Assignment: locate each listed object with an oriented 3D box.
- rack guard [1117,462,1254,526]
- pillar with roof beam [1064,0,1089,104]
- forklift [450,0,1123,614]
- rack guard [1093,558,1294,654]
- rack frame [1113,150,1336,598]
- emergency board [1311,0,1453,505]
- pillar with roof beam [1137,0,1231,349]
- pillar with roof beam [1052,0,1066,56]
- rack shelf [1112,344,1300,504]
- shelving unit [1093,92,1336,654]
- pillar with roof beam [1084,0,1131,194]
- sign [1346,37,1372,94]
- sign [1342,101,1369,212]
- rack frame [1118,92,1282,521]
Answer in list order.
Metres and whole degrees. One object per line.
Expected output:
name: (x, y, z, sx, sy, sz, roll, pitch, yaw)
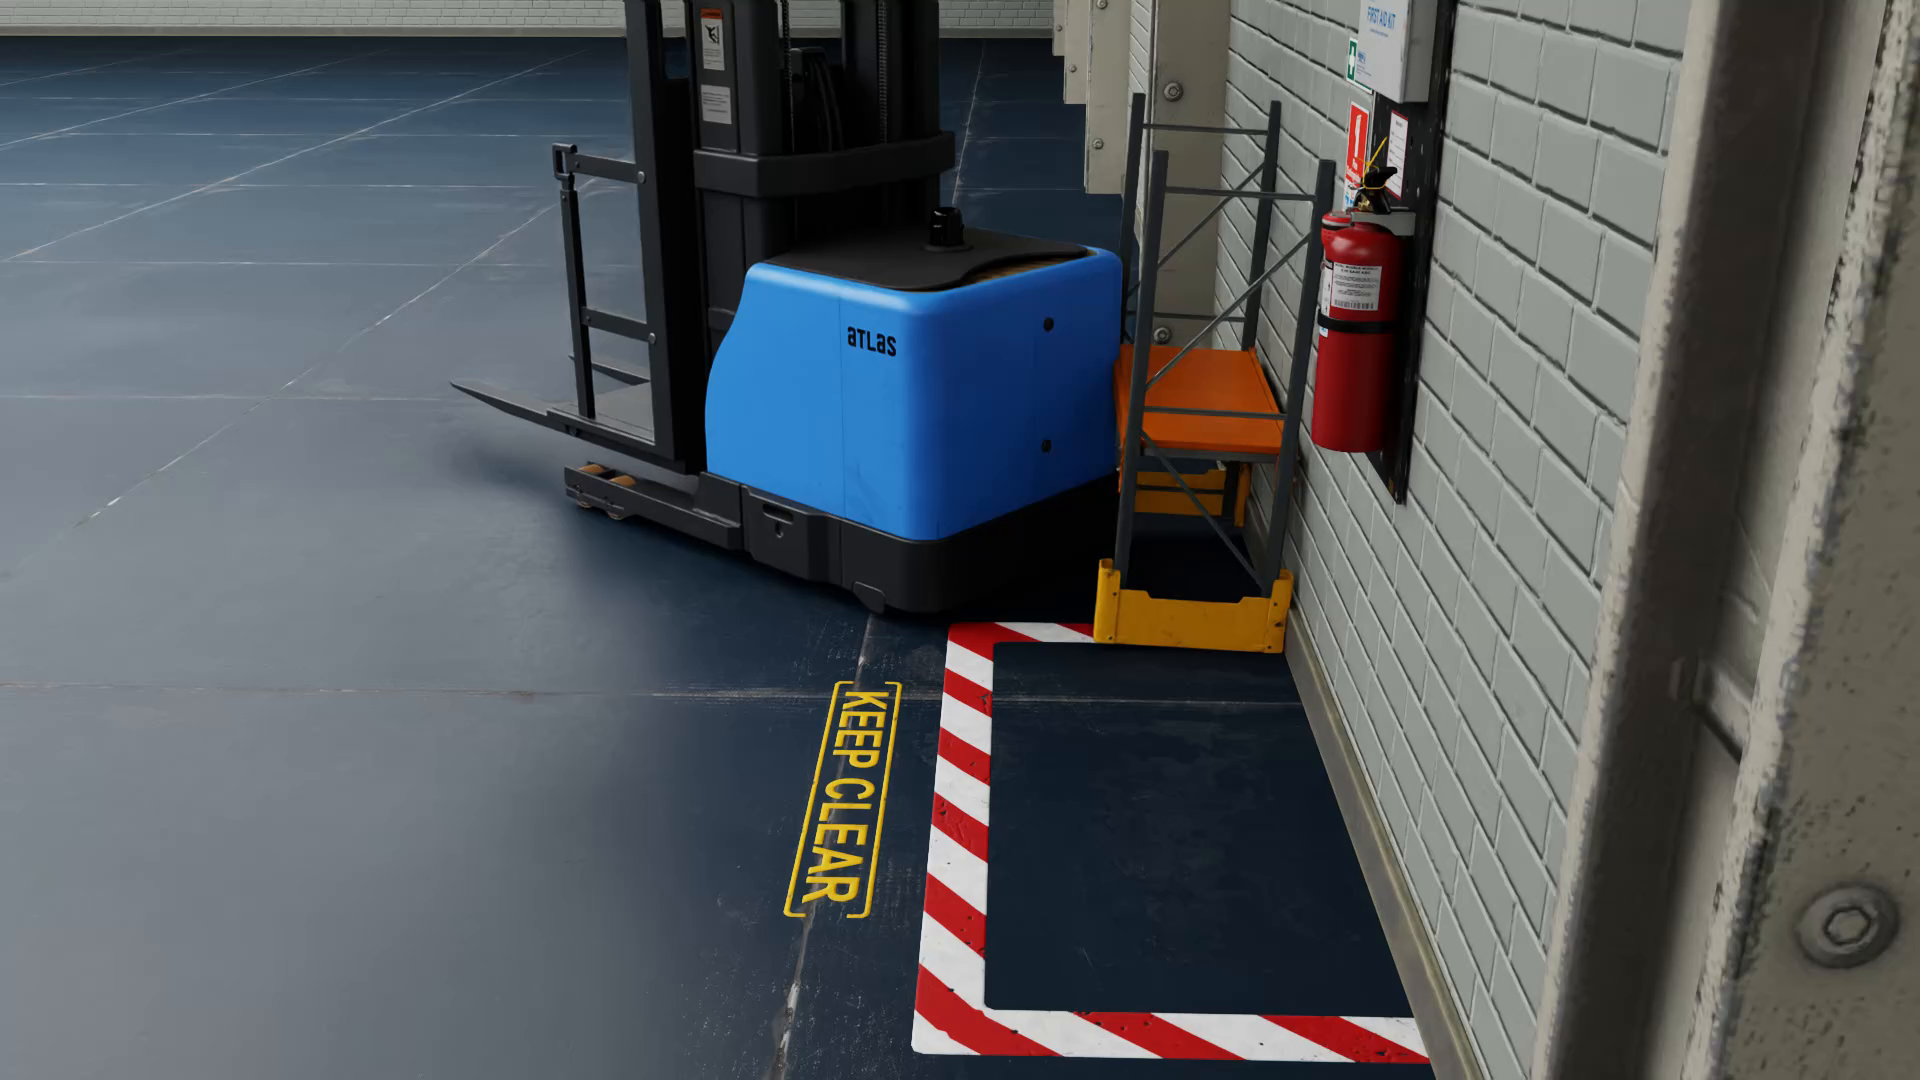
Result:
rack guard: (0.754, -0.197, 6.024, 0.587, 0.250, 0.087, 3, 24, 1)
pillar with roof beam: (-2.973, -9.194, 17.285, 9.100, 9.000, 0.400, 1, 21, 2)
forklift: (-0.866, -1.562, 6.002, 3.031, 2.935, 1.130, 18, 28, 39)
rack guard: (0.713, 0.203, 5.112, 0.587, 0.250, 0.087, 3, 24, 1)
rack frame: (0.743, -0.368, 4.859, 0.500, 1.500, 0.032, 3, 24, 1)
emergency board: (0.896, -0.735, 3.776, 0.194, 1.169, 0.643, 1, 21, 2)
pillar with roof beam: (-3.338, -4.855, 6.102, 9.100, 9.000, 0.400, 1, 21, 2)
pillar with roof beam: (-2.790, -11.364, 22.876, 9.100, 9.000, 0.400, 1, 21, 2)
rack shelf: (0.755, -0.407, 5.397, 0.538, 0.185, 1.000, 3, 24, 1)
shelving unit: (0.764, -0.568, 5.316, 0.587, 1.500, 1.083, 3, 24, 1)
pillar with roof beam: (-3.155, -7.025, 11.694, 9.100, 9.000, 0.400, 1, 21, 2)
sign: (1.007, -1.196, 4.182, 0.001, 0.109, 0.331, 1, 21, 2)
sign: (1.016, -0.950, 4.282, 0.001, 0.329, 0.234, 1, 21, 2)
rack frame: (0.785, -0.776, 5.789, 0.500, 1.500, 0.032, 3, 24, 1)
